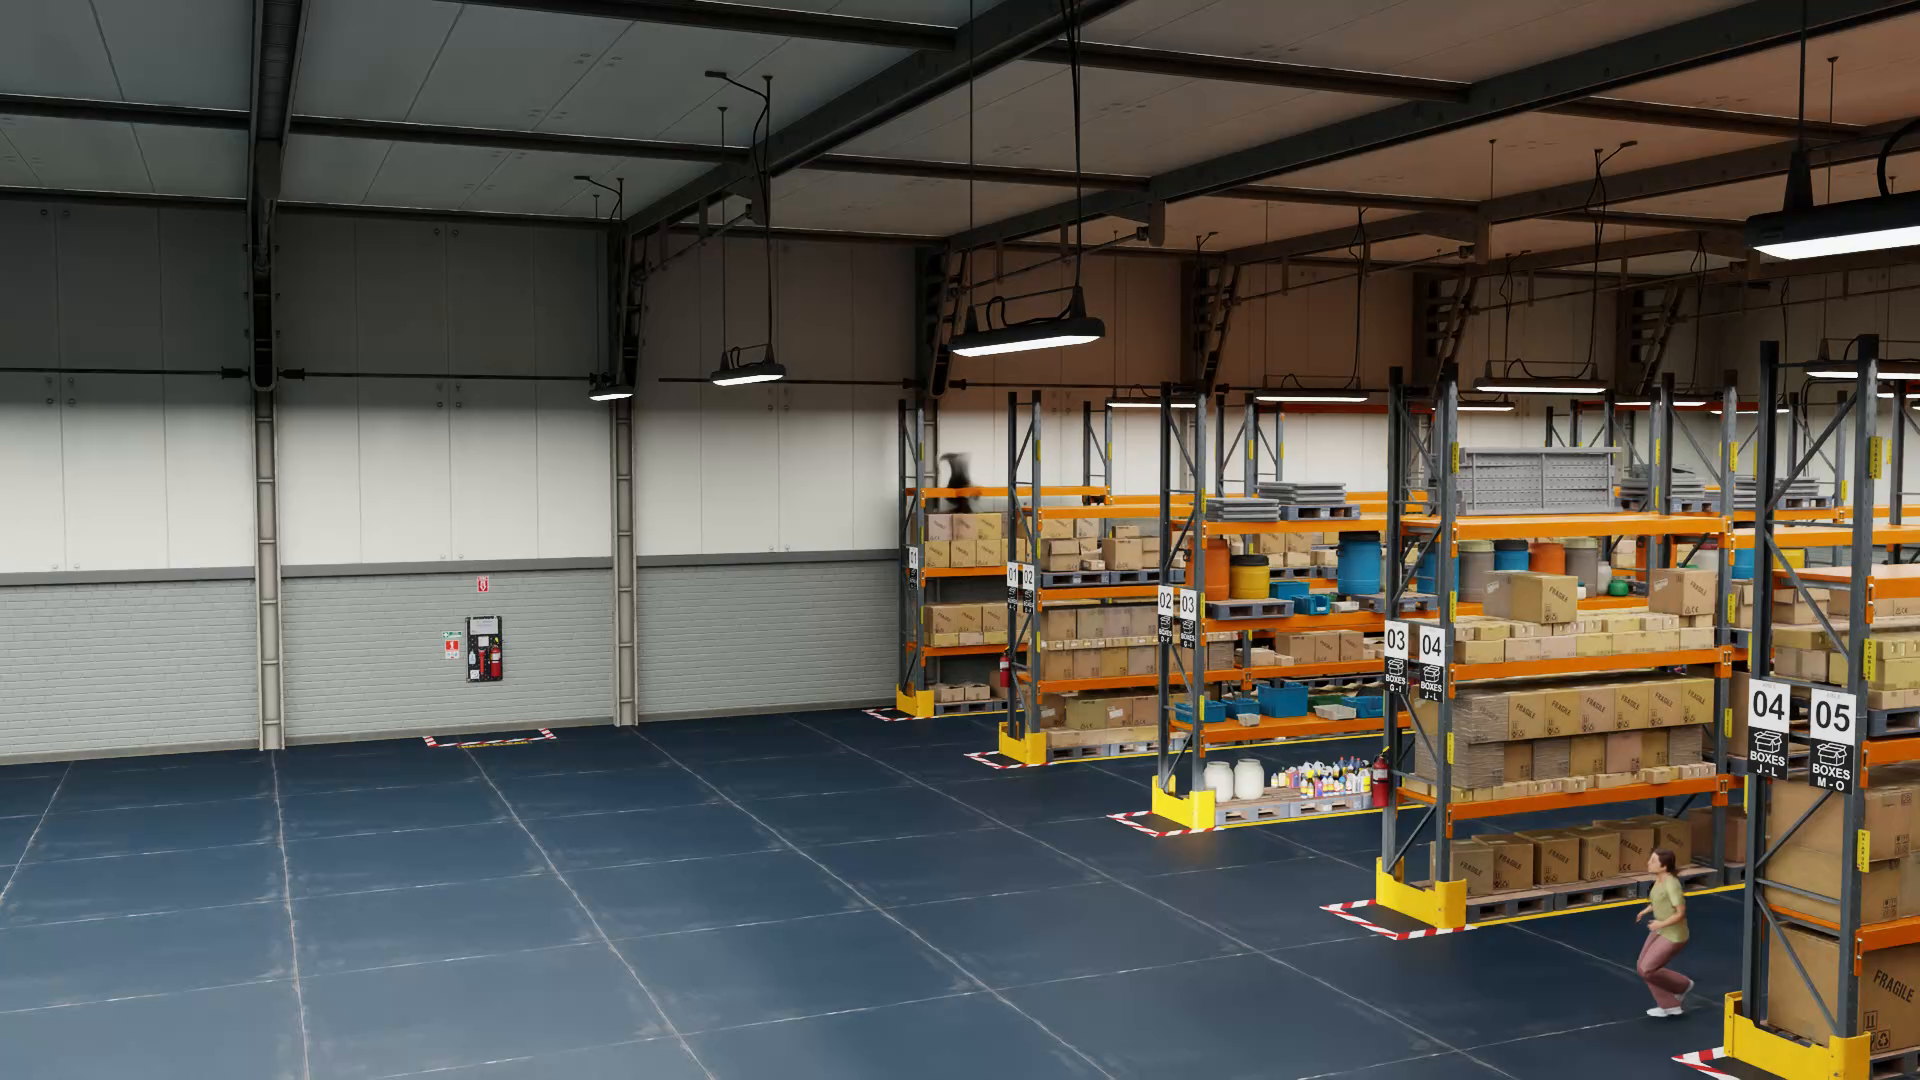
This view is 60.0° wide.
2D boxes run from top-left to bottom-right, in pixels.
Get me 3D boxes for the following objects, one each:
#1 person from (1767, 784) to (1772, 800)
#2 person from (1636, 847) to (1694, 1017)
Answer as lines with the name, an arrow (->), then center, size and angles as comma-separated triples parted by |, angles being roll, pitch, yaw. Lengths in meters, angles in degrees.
person -> 11.271, 2.922, 23.126 | 0.790, 1.784, 0.669 | -1, 4, -24
person -> 6.330, 3.524, 14.874 | 0.535, 1.579, 0.657 | 0, 3, -1
